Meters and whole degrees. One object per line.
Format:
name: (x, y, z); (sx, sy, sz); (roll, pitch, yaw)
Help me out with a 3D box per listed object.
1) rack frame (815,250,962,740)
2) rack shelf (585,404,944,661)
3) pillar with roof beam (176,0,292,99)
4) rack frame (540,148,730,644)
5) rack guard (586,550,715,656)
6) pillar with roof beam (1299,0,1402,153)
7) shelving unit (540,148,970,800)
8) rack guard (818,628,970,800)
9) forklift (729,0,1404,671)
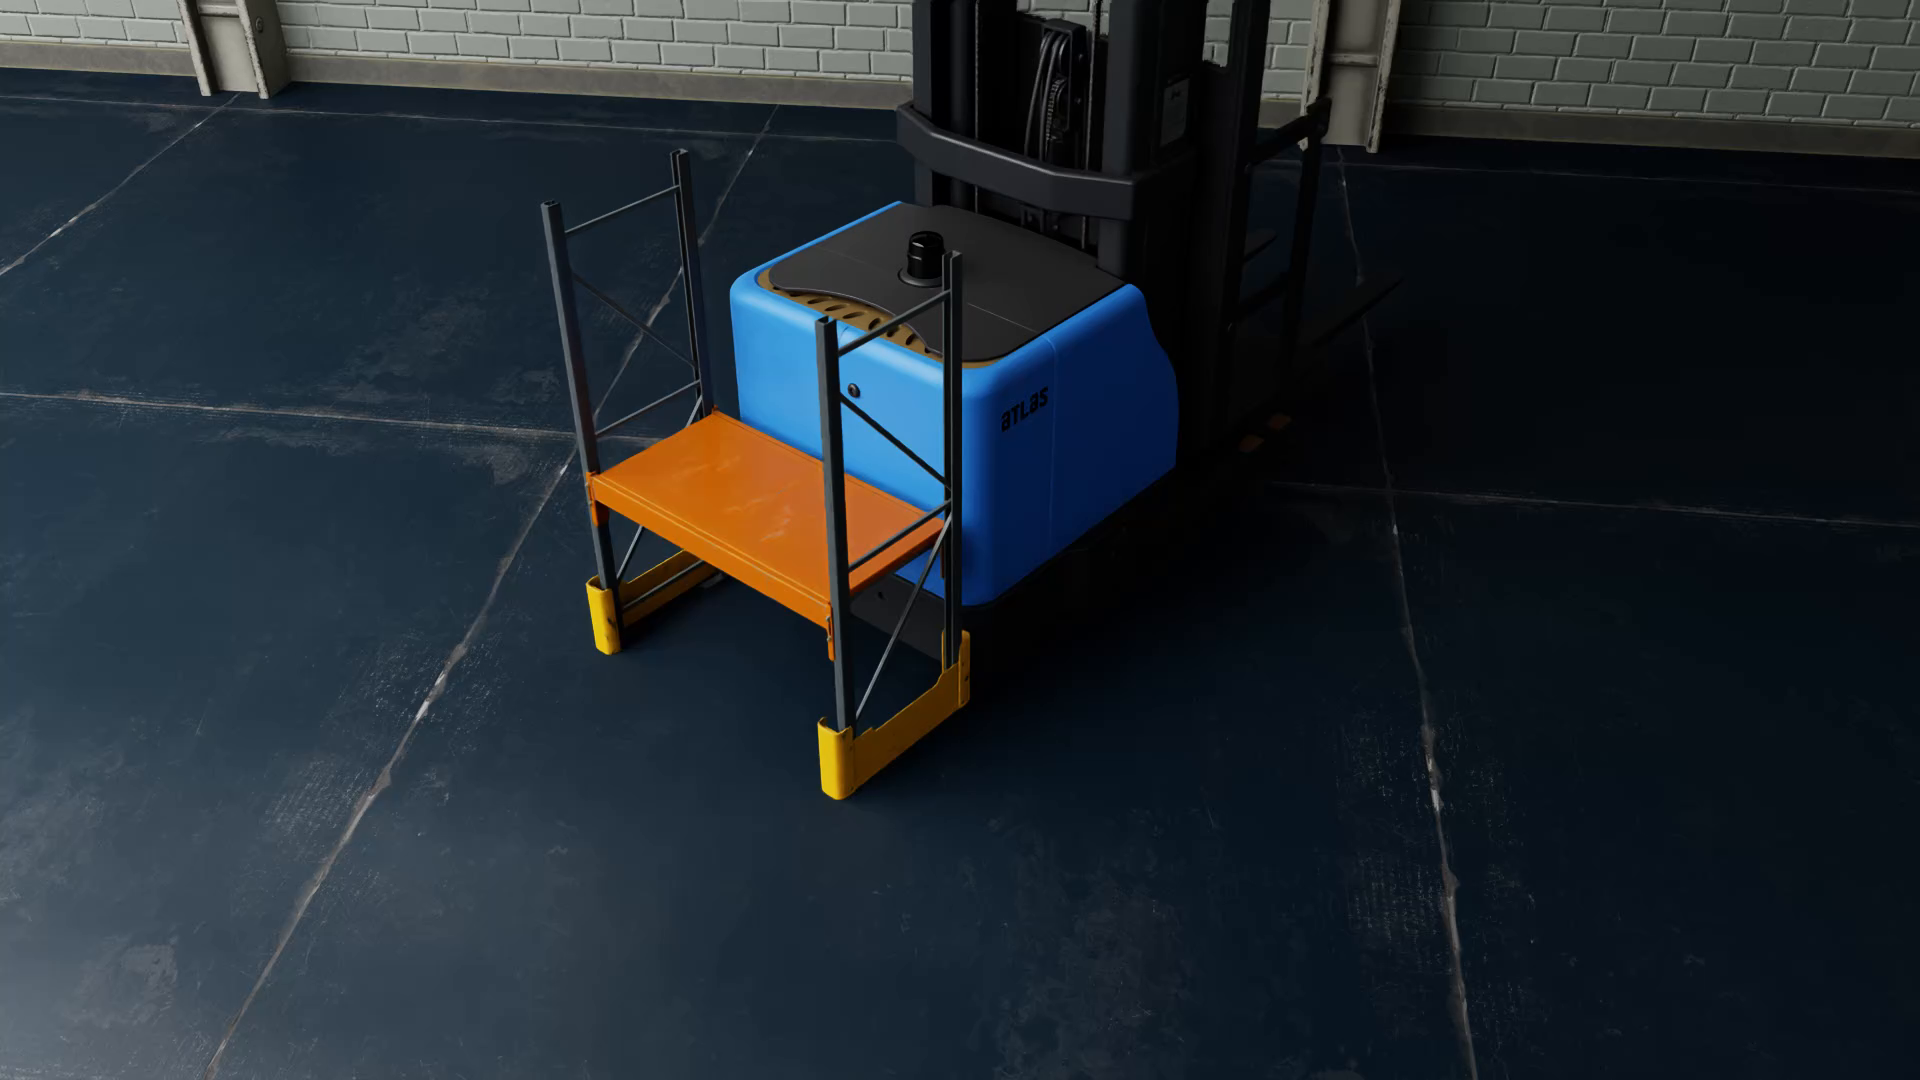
rack frame: (-0.167, -0.005, 4.466); (0.032, 1.500, 0.500); (26, 43, 32)
rack shelf: (-0.555, -0.050, 4.838); (1.000, 0.185, 0.538); (26, 43, 32)
pillar with roof beam: (-4.528, -3.716, 3.210); (0.400, 9.000, 9.100); (4, 36, 6)
rack frame: (-0.942, -0.387, 5.002); (0.032, 1.500, 0.500); (26, 43, 32)
rack guard: (-0.941, 0.122, 5.364); (0.087, 0.250, 0.587); (26, 43, 32)
pillar with roof beam: (1.423, -3.272, 2.588); (0.400, 9.000, 9.100); (4, 36, 6)
shelving unit: (-0.562, -0.200, 4.739); (1.083, 1.500, 0.587); (26, 43, 32)
rack guard: (-0.182, 0.496, 4.840); (0.087, 0.250, 0.587); (26, 43, 32)
forklift: (0.621, -1.577, 5.436); (1.130, 2.935, 3.031); (26, 43, 32)
